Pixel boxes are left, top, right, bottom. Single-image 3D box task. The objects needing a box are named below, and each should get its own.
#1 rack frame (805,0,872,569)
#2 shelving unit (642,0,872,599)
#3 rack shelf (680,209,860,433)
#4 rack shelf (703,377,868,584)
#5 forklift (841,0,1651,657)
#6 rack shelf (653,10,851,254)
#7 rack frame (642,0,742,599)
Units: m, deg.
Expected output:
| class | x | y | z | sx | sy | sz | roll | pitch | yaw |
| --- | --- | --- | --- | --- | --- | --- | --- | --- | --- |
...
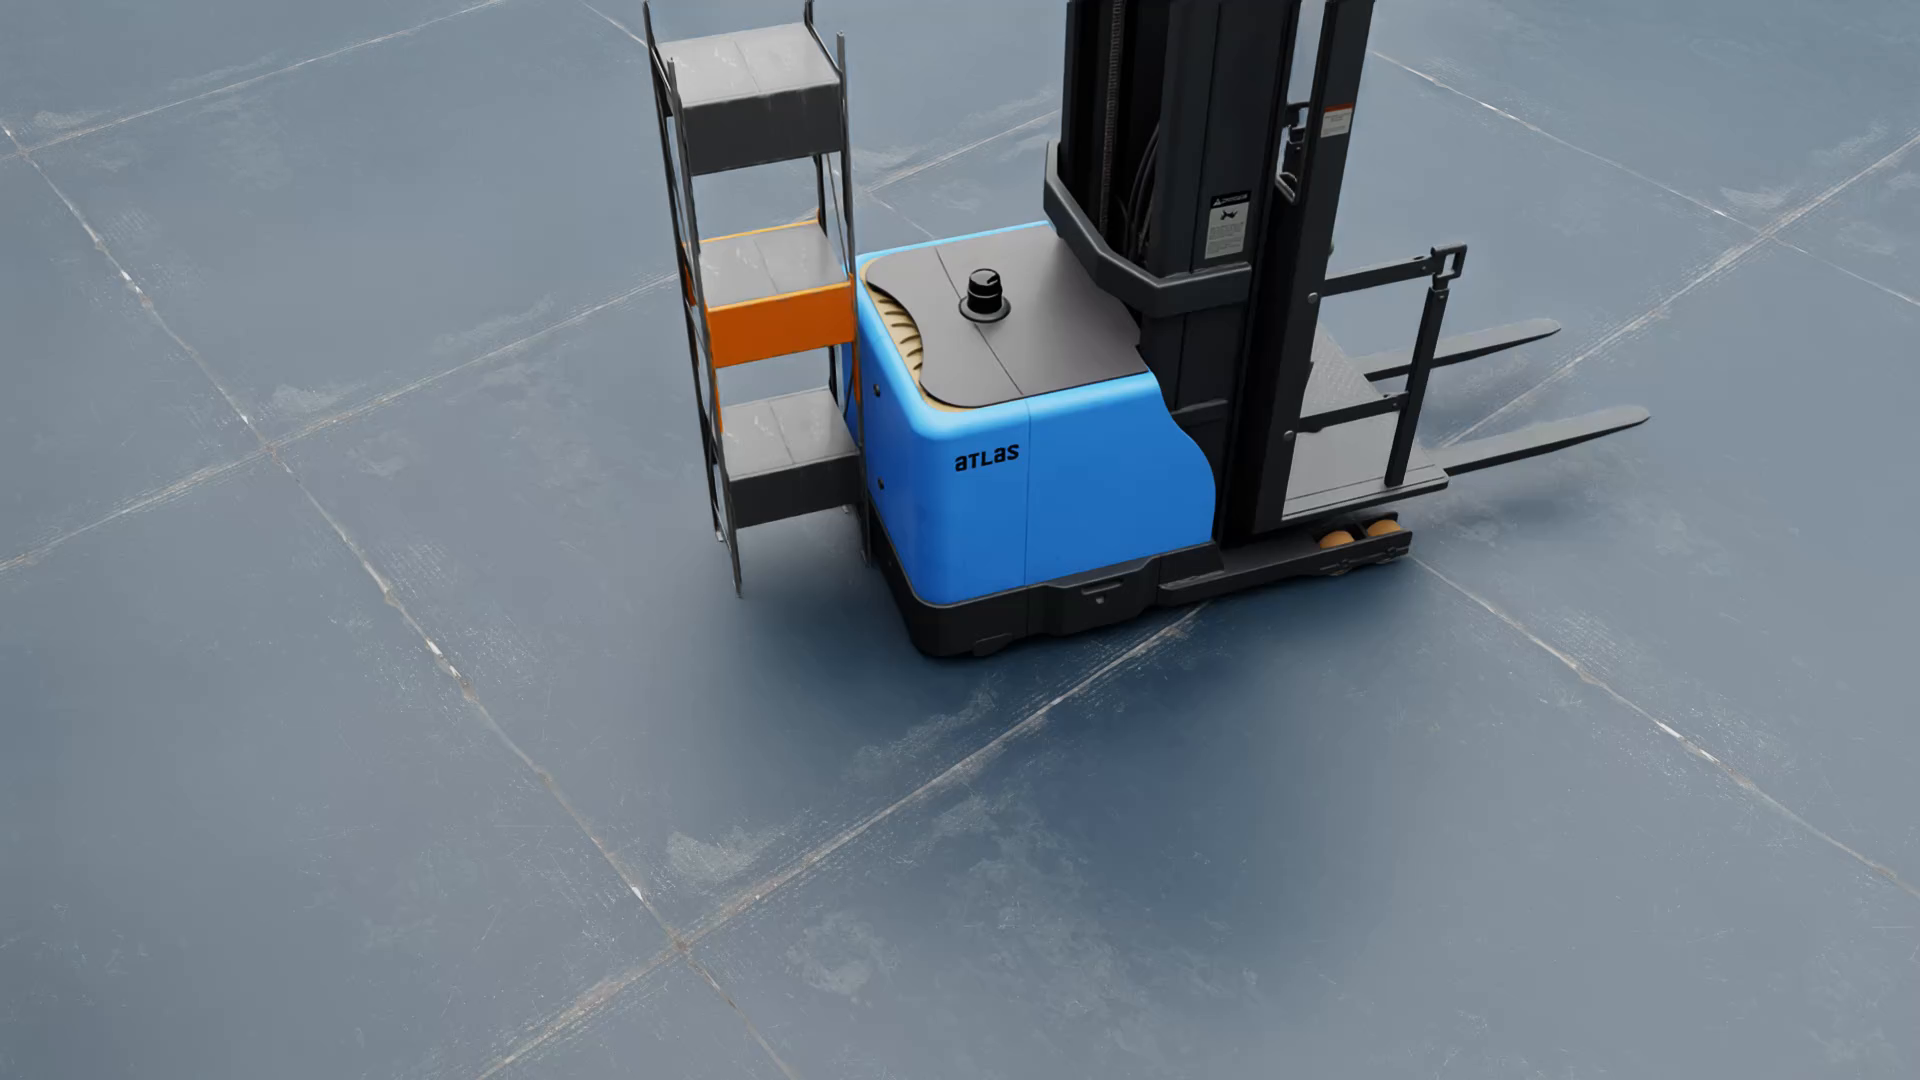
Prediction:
| class | x | y | z | sx | sy | sz | roll | pitch | yaw |
| --- | --- | --- | --- | --- | --- | --- | --- | --- | --- |
| rack frame | -0.398 | -0.791 | 5.558 | 0.015 | 2.100 | 0.400 | -13 | 45 | -14 |
| shelving unit | -0.629 | -0.737 | 5.501 | 0.503 | 2.100 | 0.431 | -13 | 45 | -14 |
| rack shelf | -0.629 | -0.727 | 5.510 | 0.480 | 0.518 | 0.431 | -13 | 45 | -14 |
| rack shelf | -0.629 | -0.217 | 5.989 | 0.480 | 0.518 | 0.431 | -13 | 45 | -14 |
| forklift | 1.137 | -1.269 | 5.460 | 3.031 | 2.935 | 1.130 | -13 | 45 | -14 |
| rack shelf | -0.629 | -1.237 | 5.031 | 0.480 | 0.518 | 0.431 | -13 | 45 | -14 |
| rack frame | -0.860 | -0.683 | 5.444 | 0.015 | 2.100 | 0.400 | -13 | 45 | -14 |
